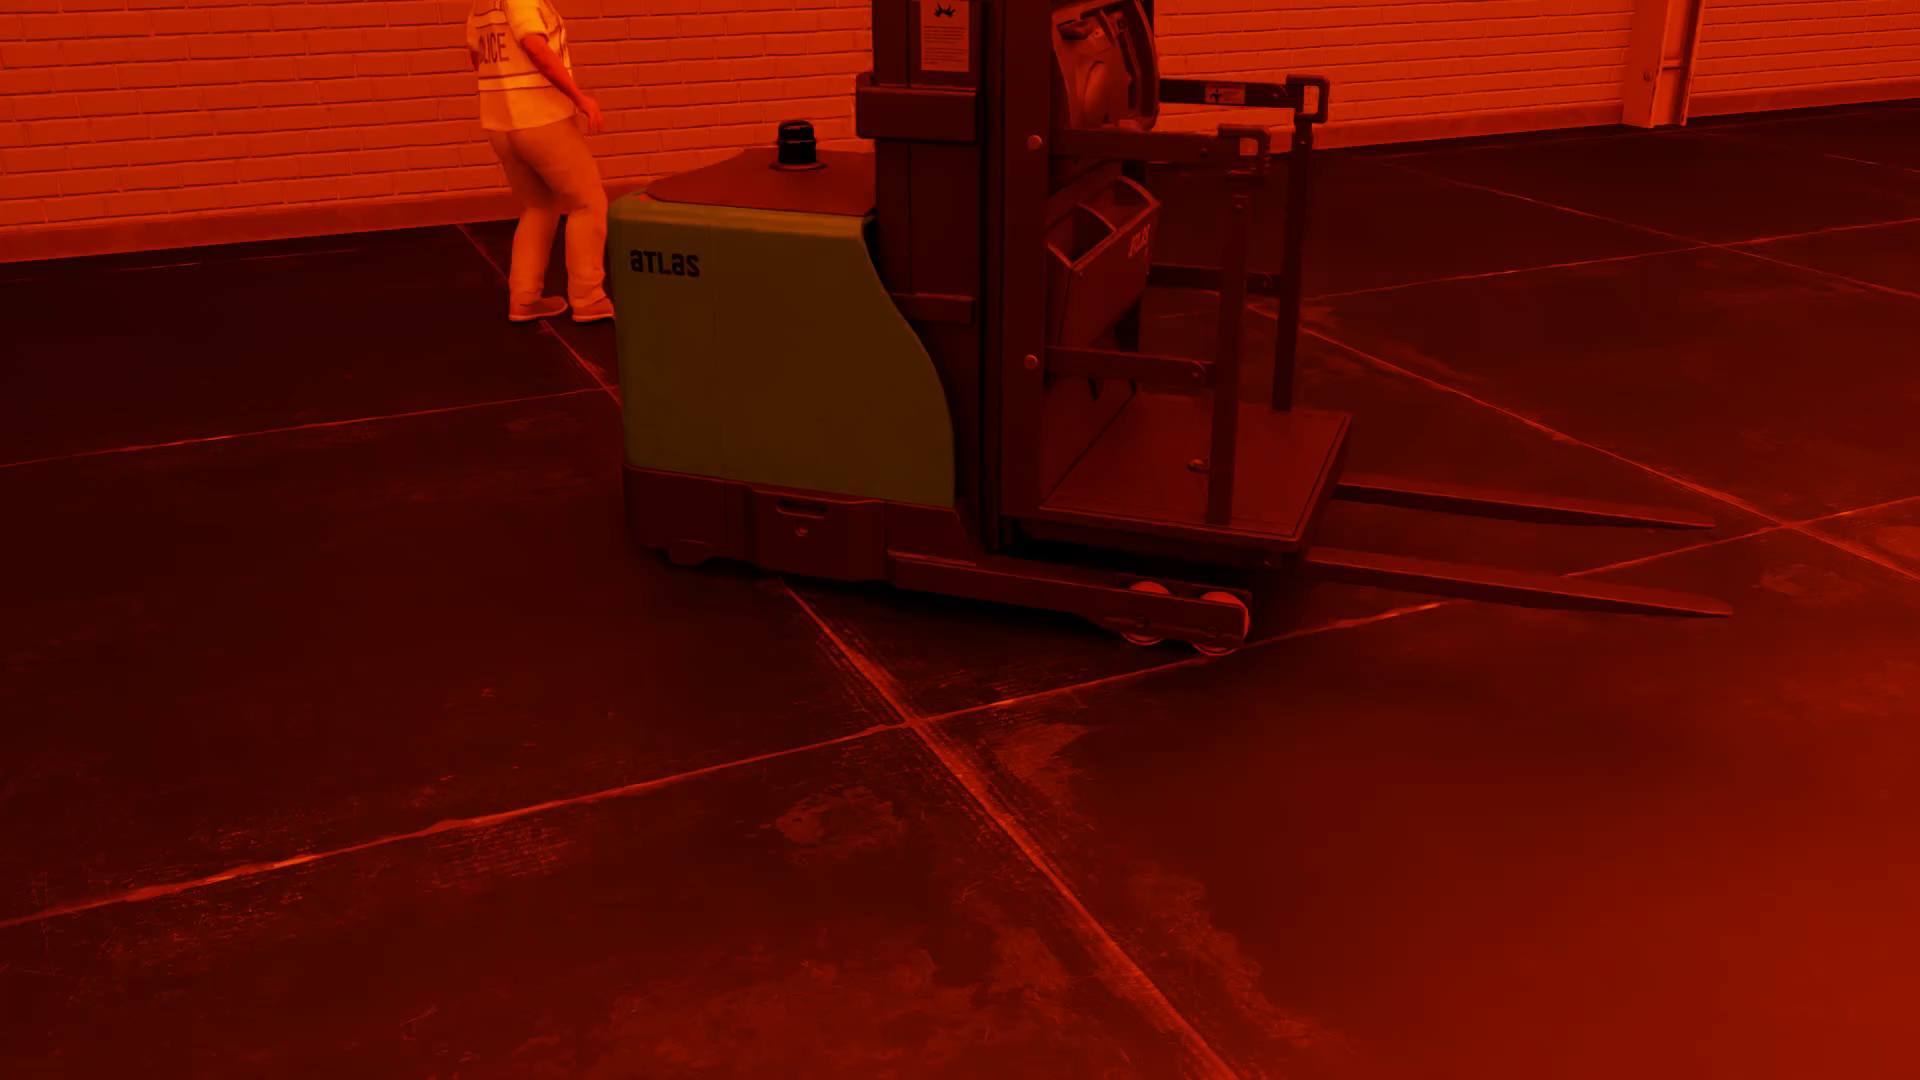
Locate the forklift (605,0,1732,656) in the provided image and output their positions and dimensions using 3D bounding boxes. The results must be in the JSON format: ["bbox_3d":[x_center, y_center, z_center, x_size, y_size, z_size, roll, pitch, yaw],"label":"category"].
[{"bbox_3d":[0.579,-1.278,4.362,3.031,2.935,1.130,8,24,18],"label":"forklift"}]

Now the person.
[{"bbox_3d":[-1.822,-1.819,7.238,0.733,1.731,0.532,20,30,40],"label":"person"}]
